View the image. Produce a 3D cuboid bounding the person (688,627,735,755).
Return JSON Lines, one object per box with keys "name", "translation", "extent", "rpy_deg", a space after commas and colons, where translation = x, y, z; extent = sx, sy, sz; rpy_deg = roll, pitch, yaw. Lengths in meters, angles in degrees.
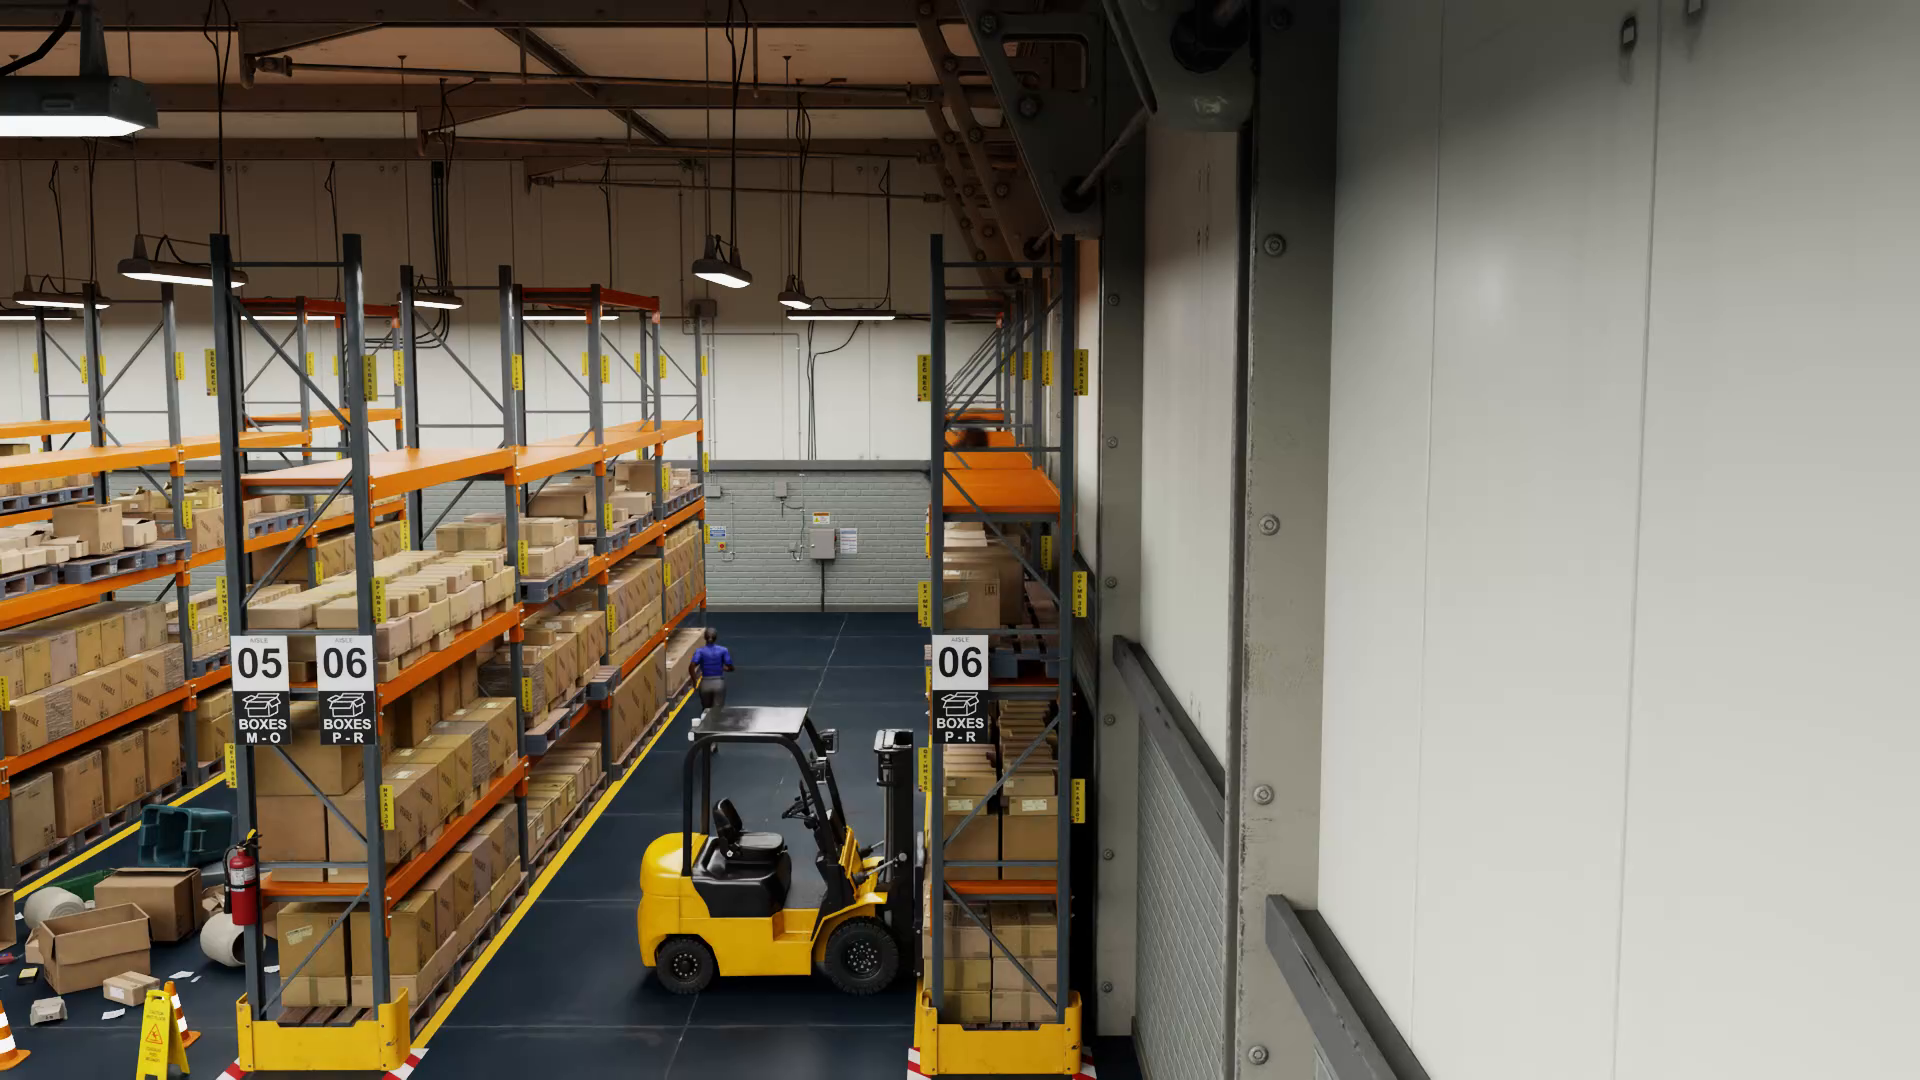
{"name": "person", "translation": [-3.202, 1.971, 21.533], "extent": [0.568, 1.687, 0.844], "rpy_deg": [0, 6, -1]}
